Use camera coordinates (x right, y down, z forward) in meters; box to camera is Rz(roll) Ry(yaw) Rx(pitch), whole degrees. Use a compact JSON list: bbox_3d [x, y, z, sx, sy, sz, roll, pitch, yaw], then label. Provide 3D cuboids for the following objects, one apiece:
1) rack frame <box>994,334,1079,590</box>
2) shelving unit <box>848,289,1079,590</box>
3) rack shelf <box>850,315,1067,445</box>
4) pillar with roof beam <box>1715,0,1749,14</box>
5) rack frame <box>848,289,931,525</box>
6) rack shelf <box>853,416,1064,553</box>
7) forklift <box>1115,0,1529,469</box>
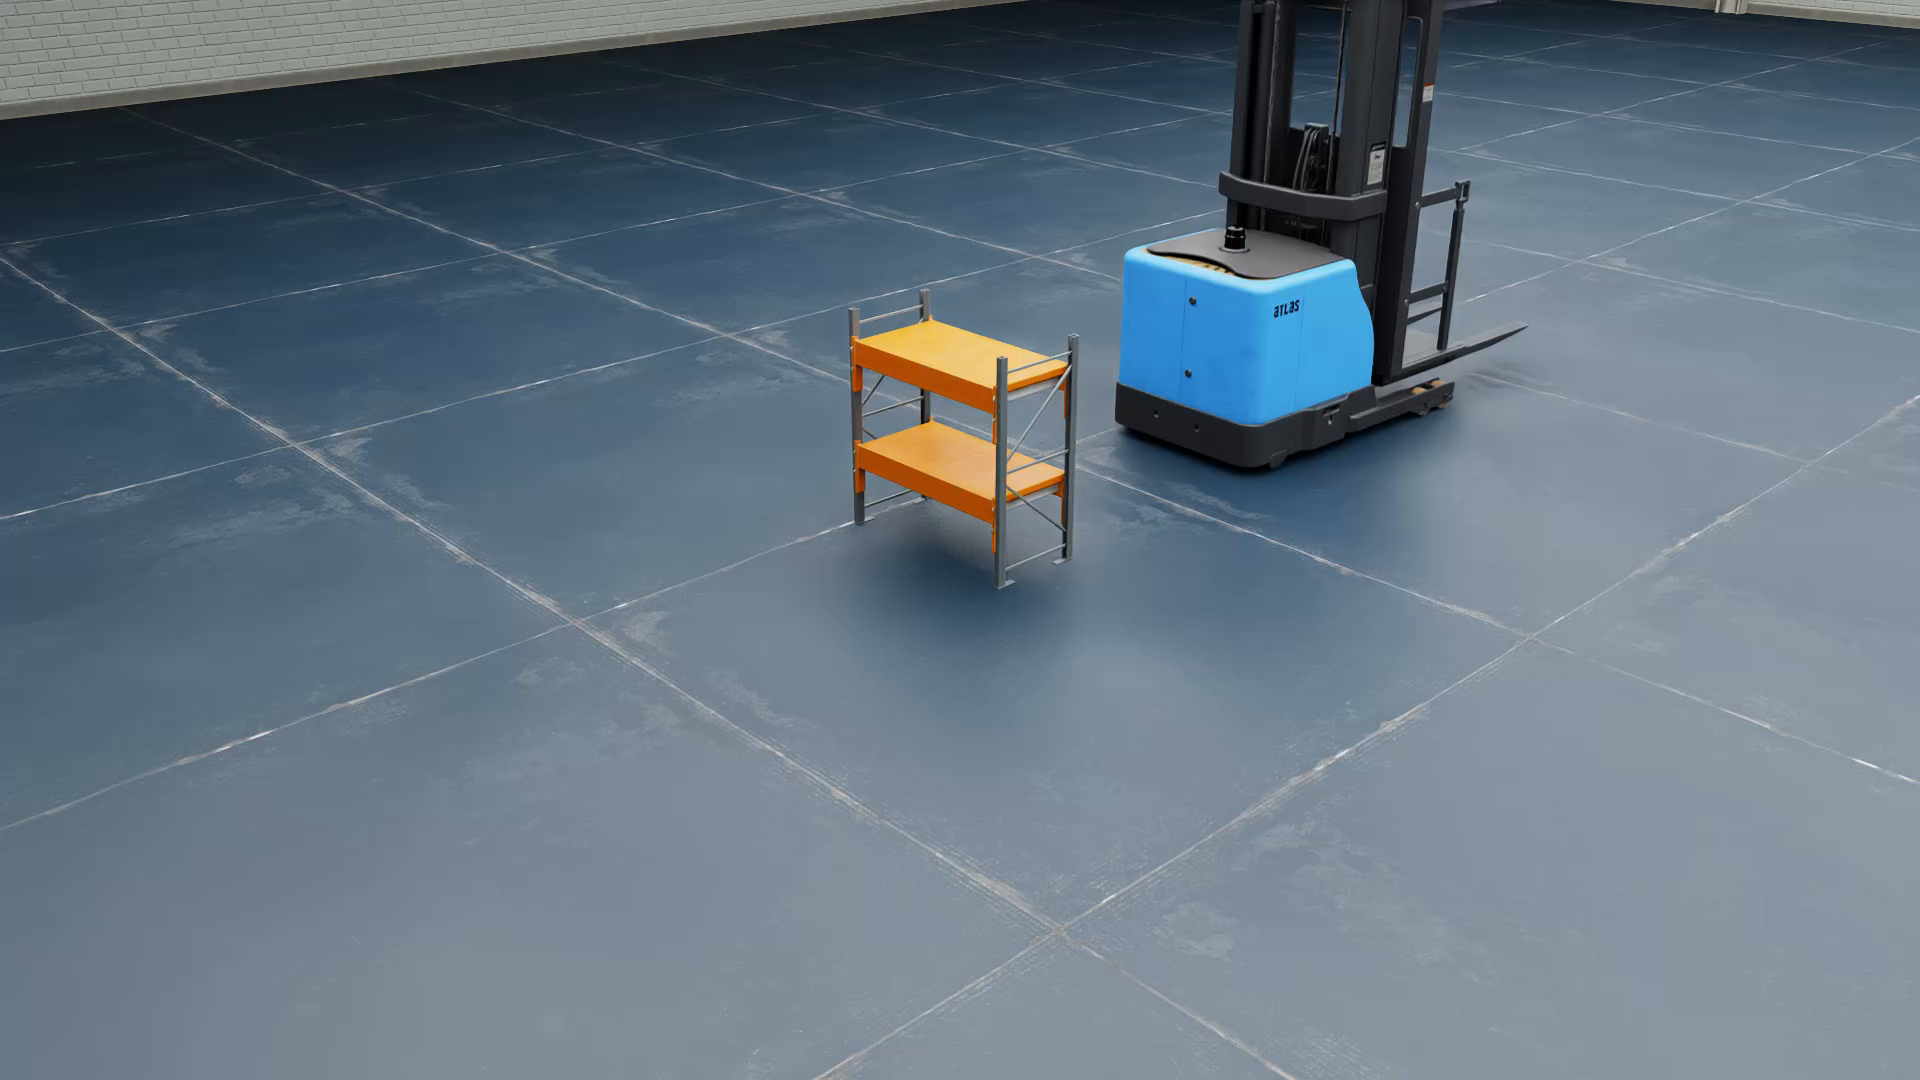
[{"bbox_3d":[0.352,-0.356,7.674,0.500,1.125,0.032,-21,32,-38],"label":"rack frame"},{"bbox_3d":[0.005,-0.510,8.012,0.538,1.125,1.048,-21,32,-38],"label":"shelving unit"},{"bbox_3d":[0.005,-0.776,7.891,0.538,0.278,1.000,-21,32,-38],"label":"rack shelf"},{"bbox_3d":[9.410,-11.464,22.538,9.100,9.000,0.400,-21,32,-38],"label":"pillar with roof beam"},{"bbox_3d":[-0.343,-0.664,8.350,0.500,1.125,0.032,-21,32,-38],"label":"rack frame"},{"bbox_3d":[0.005,-0.287,8.114,0.538,0.278,1.000,-21,32,-38],"label":"rack shelf"},{"bbox_3d":[2.331,-2.216,9.576,3.031,2.935,1.130,-20,31,-37],"label":"forklift"}]
